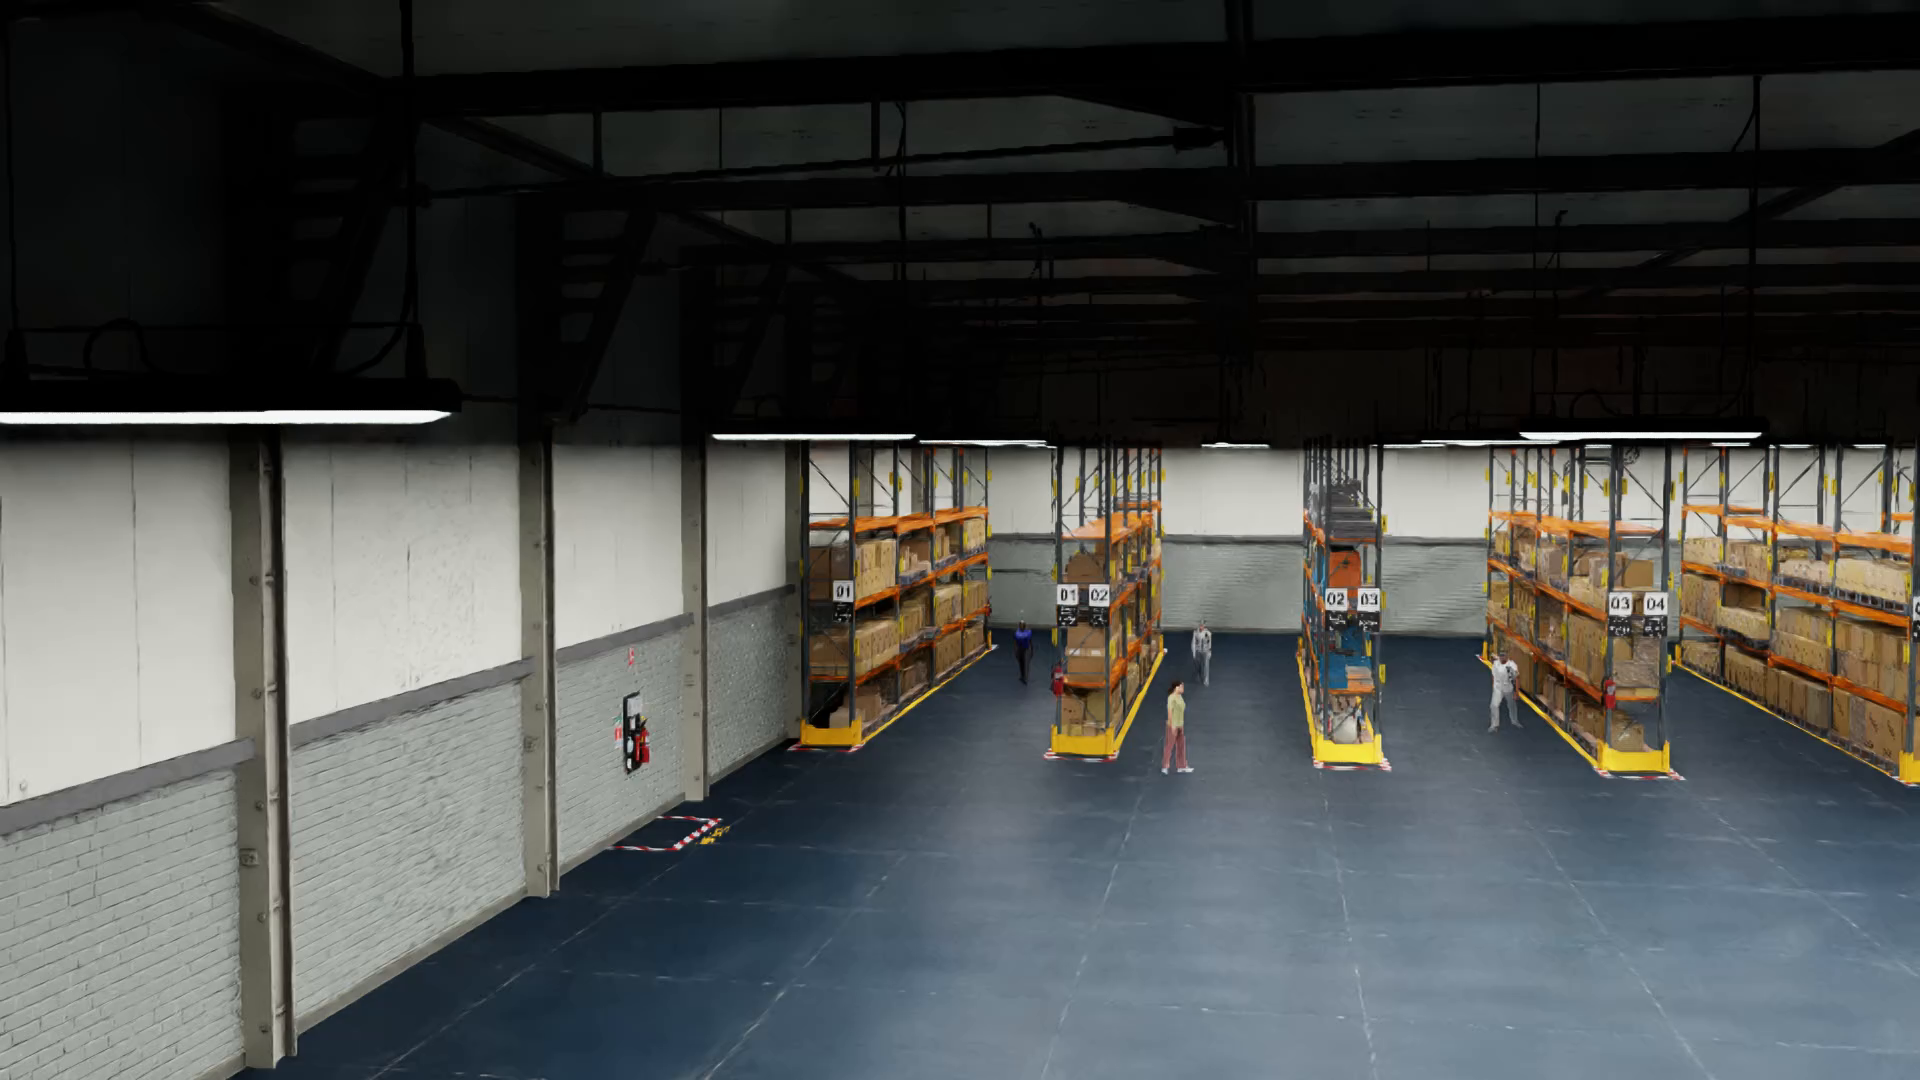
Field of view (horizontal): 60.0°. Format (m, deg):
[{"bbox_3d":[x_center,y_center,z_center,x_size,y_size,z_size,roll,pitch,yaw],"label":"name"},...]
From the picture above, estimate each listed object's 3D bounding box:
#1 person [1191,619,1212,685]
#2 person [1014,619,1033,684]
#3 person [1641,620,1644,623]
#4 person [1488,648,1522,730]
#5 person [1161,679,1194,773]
[{"bbox_3d":[5.906,2.705,40.646,0.499,1.587,1.073,0,3,9],"label":"person"},{"bbox_3d":[1.544,2.768,40.841,0.447,1.460,1.088,1,3,13],"label":"person"},{"bbox_3d":[17.428,2.593,41.971,0.577,1.687,1.115,0,3,8],"label":"person"},{"bbox_3d":[11.135,3.034,33.973,0.581,1.694,0.952,2,4,31],"label":"person"},{"bbox_3d":[3.816,3.287,29.434,0.477,1.674,0.577,2,4,36],"label":"person"}]
